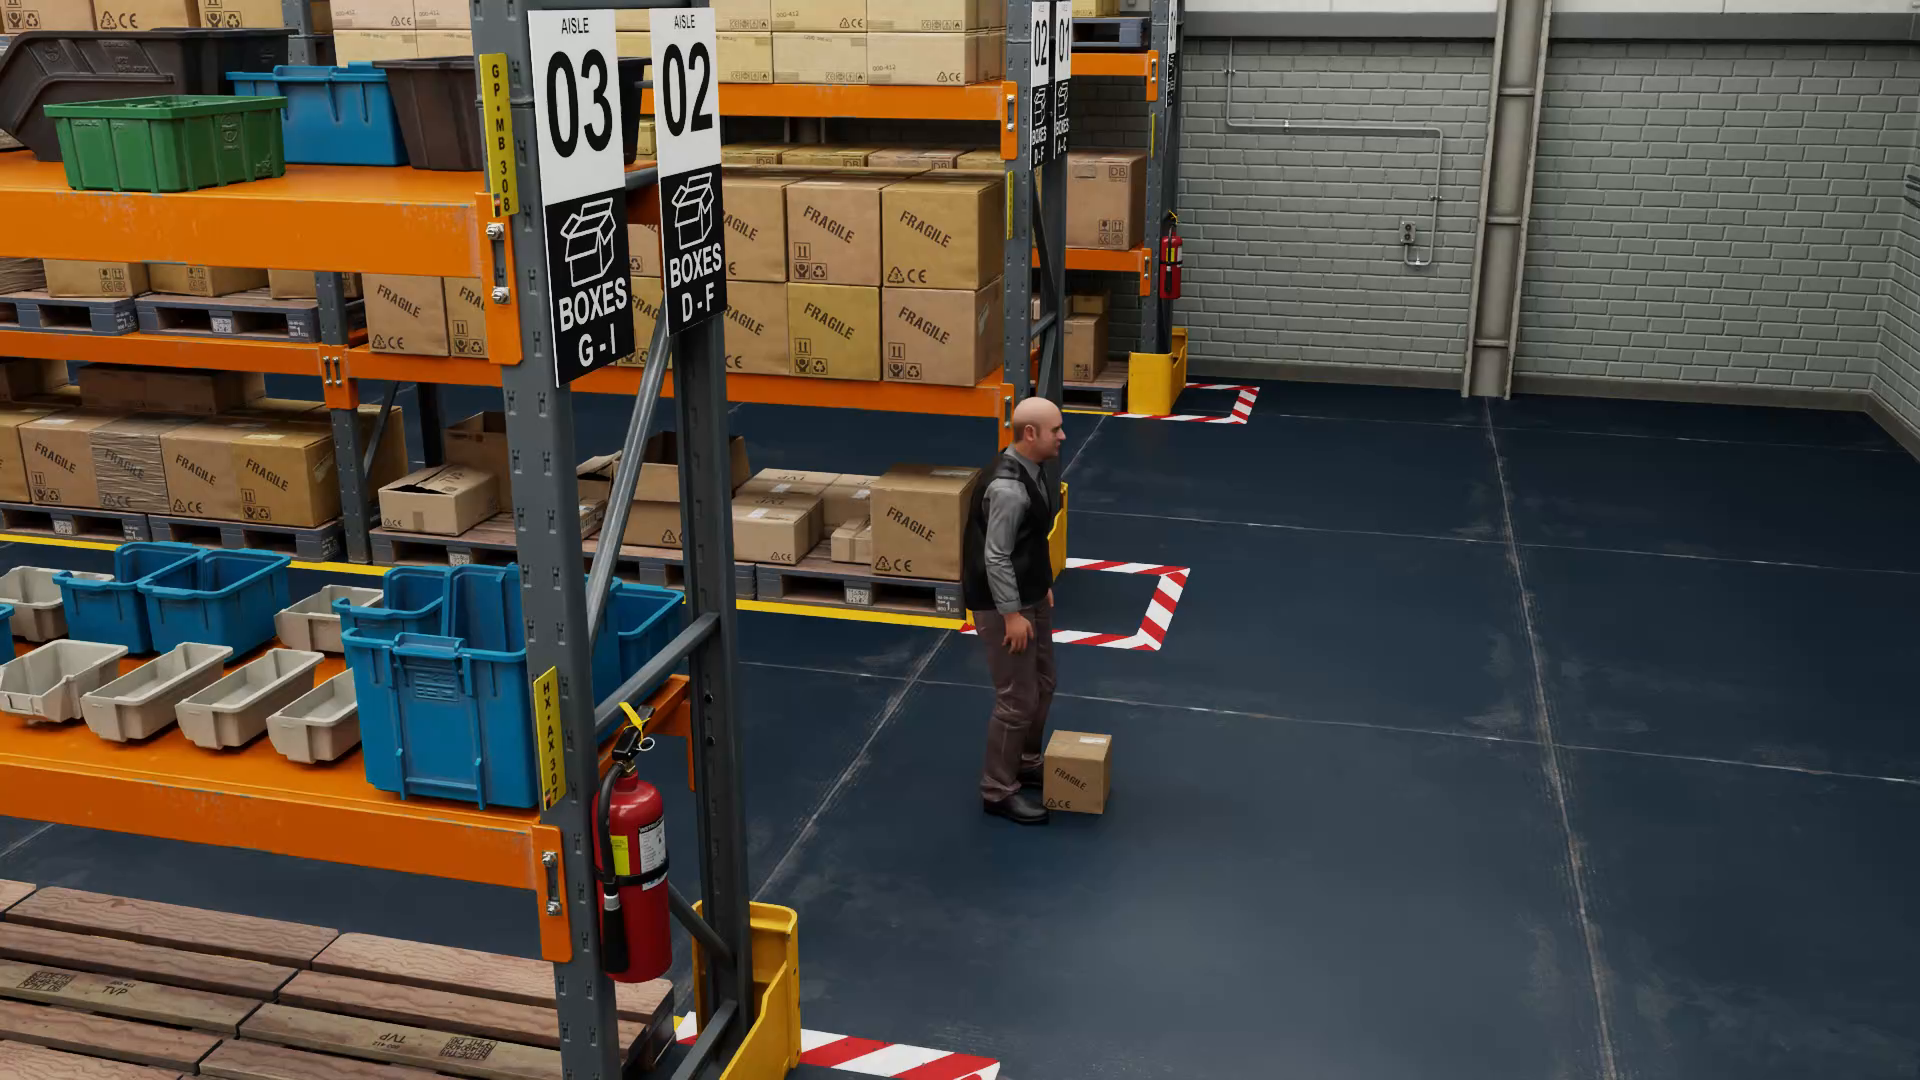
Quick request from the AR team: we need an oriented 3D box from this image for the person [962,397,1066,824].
[{"bbox_3d":[0.243,0.258,6.805,0.460,1.722,0.580,5,19,14],"label":"person"}]
